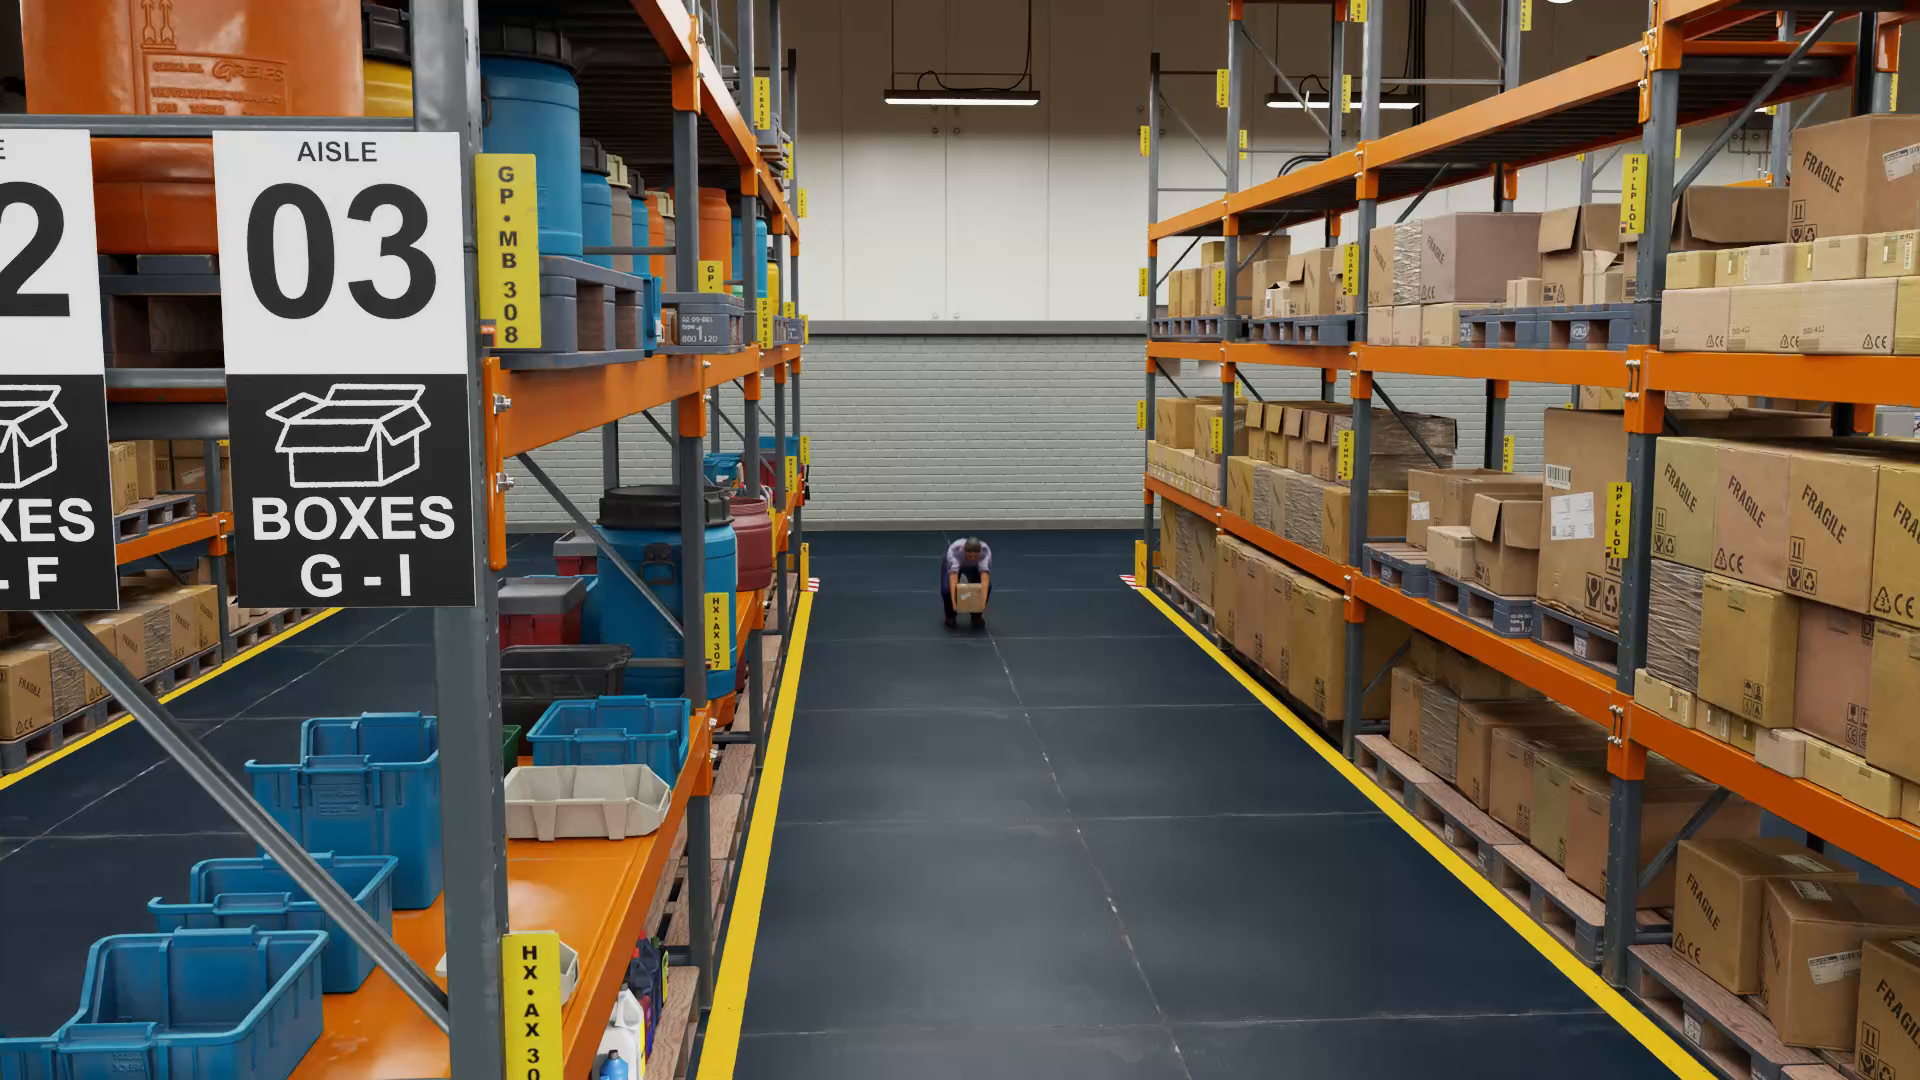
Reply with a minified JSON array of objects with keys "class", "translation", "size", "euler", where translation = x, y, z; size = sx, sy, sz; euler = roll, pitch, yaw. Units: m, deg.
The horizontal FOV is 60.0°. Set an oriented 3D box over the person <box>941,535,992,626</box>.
[{"class":"person","translation":[0.058,0.390,16.565],"size":[0.508,0.941,0.868],"euler":[-1,7,-6]}]
